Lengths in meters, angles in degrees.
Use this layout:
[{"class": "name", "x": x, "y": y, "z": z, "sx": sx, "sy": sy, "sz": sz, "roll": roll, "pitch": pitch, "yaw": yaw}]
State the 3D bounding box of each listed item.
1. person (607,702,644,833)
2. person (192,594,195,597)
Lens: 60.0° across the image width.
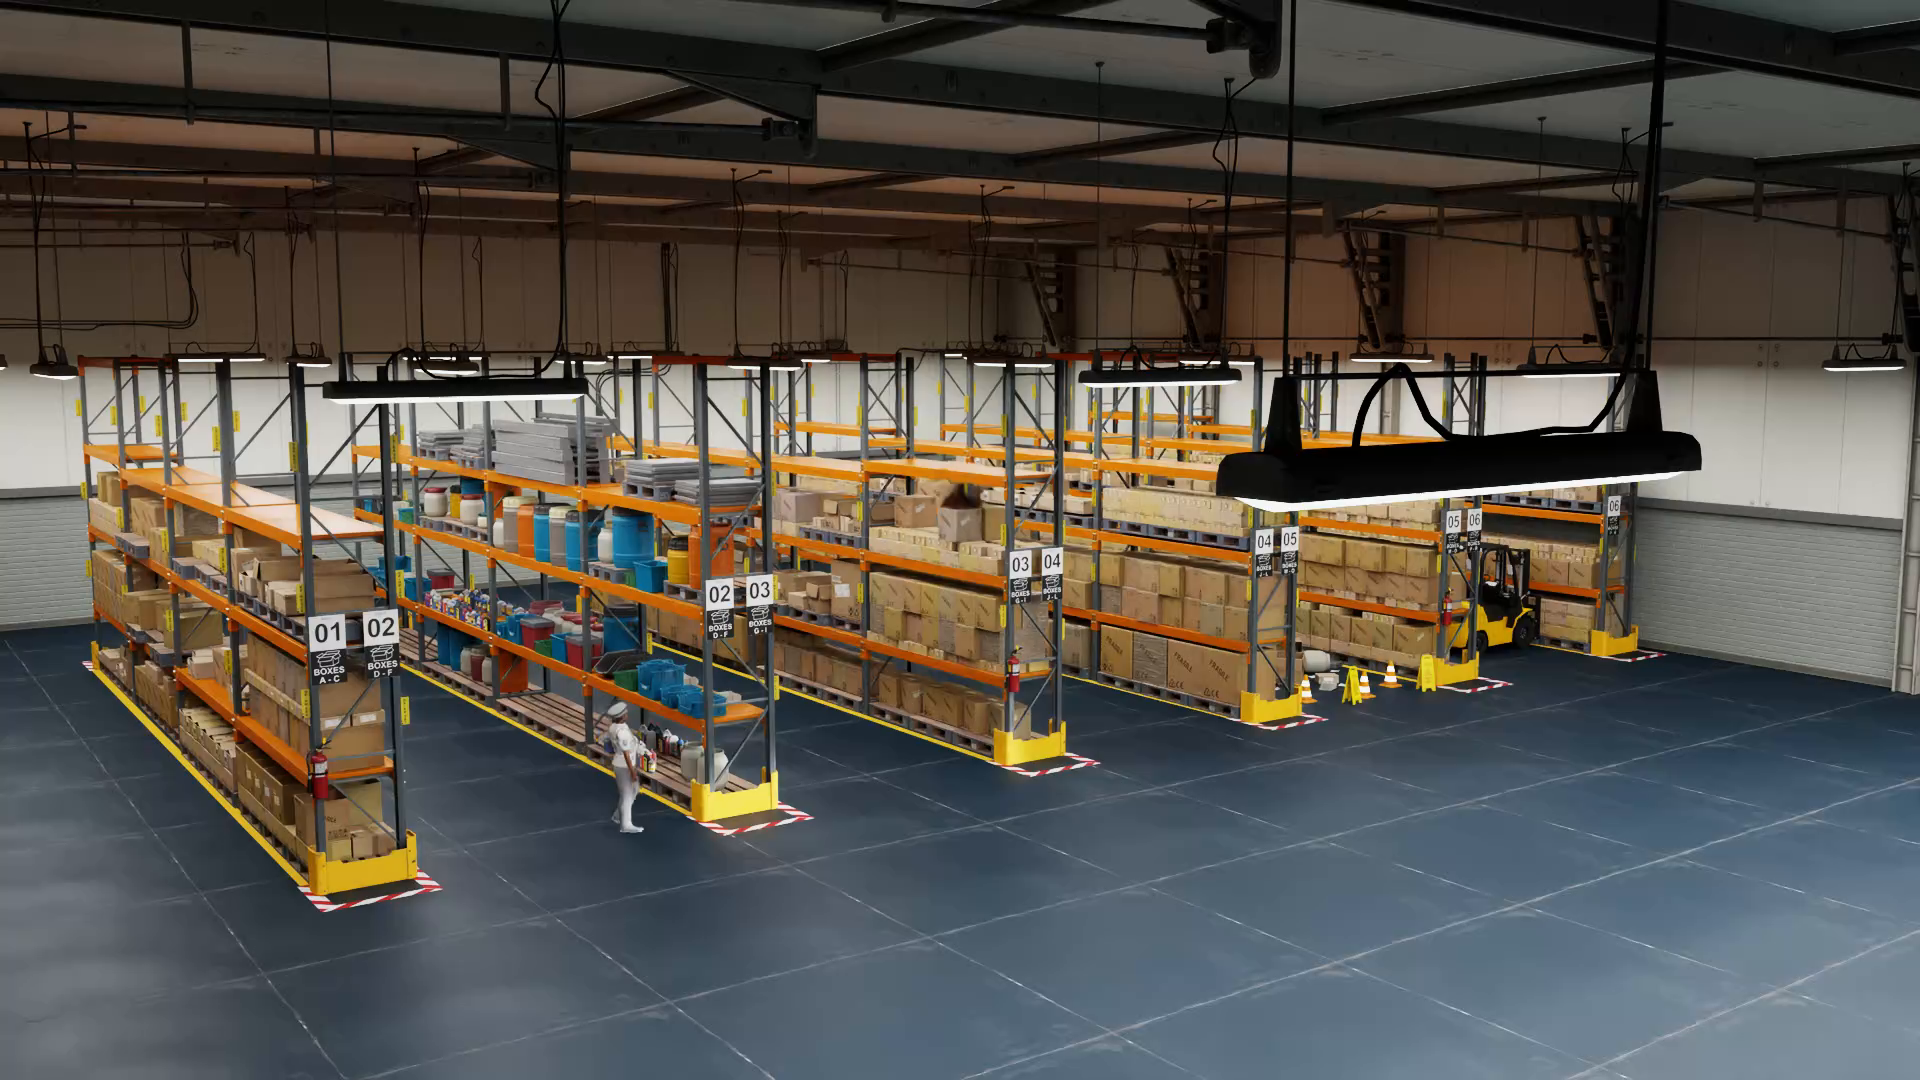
[{"class": "person", "x": -4.303, "y": 2.930, "z": 21.381, "sx": 0.423, "sy": 1.722, "sz": 0.501, "roll": -1, "pitch": 7, "yaw": -11}, {"class": "person", "x": -15.629, "y": 1.431, "z": 33.705, "sx": 0.959, "sy": 1.642, "sz": 0.518, "roll": 4, "pitch": 8, "yaw": 29}]
